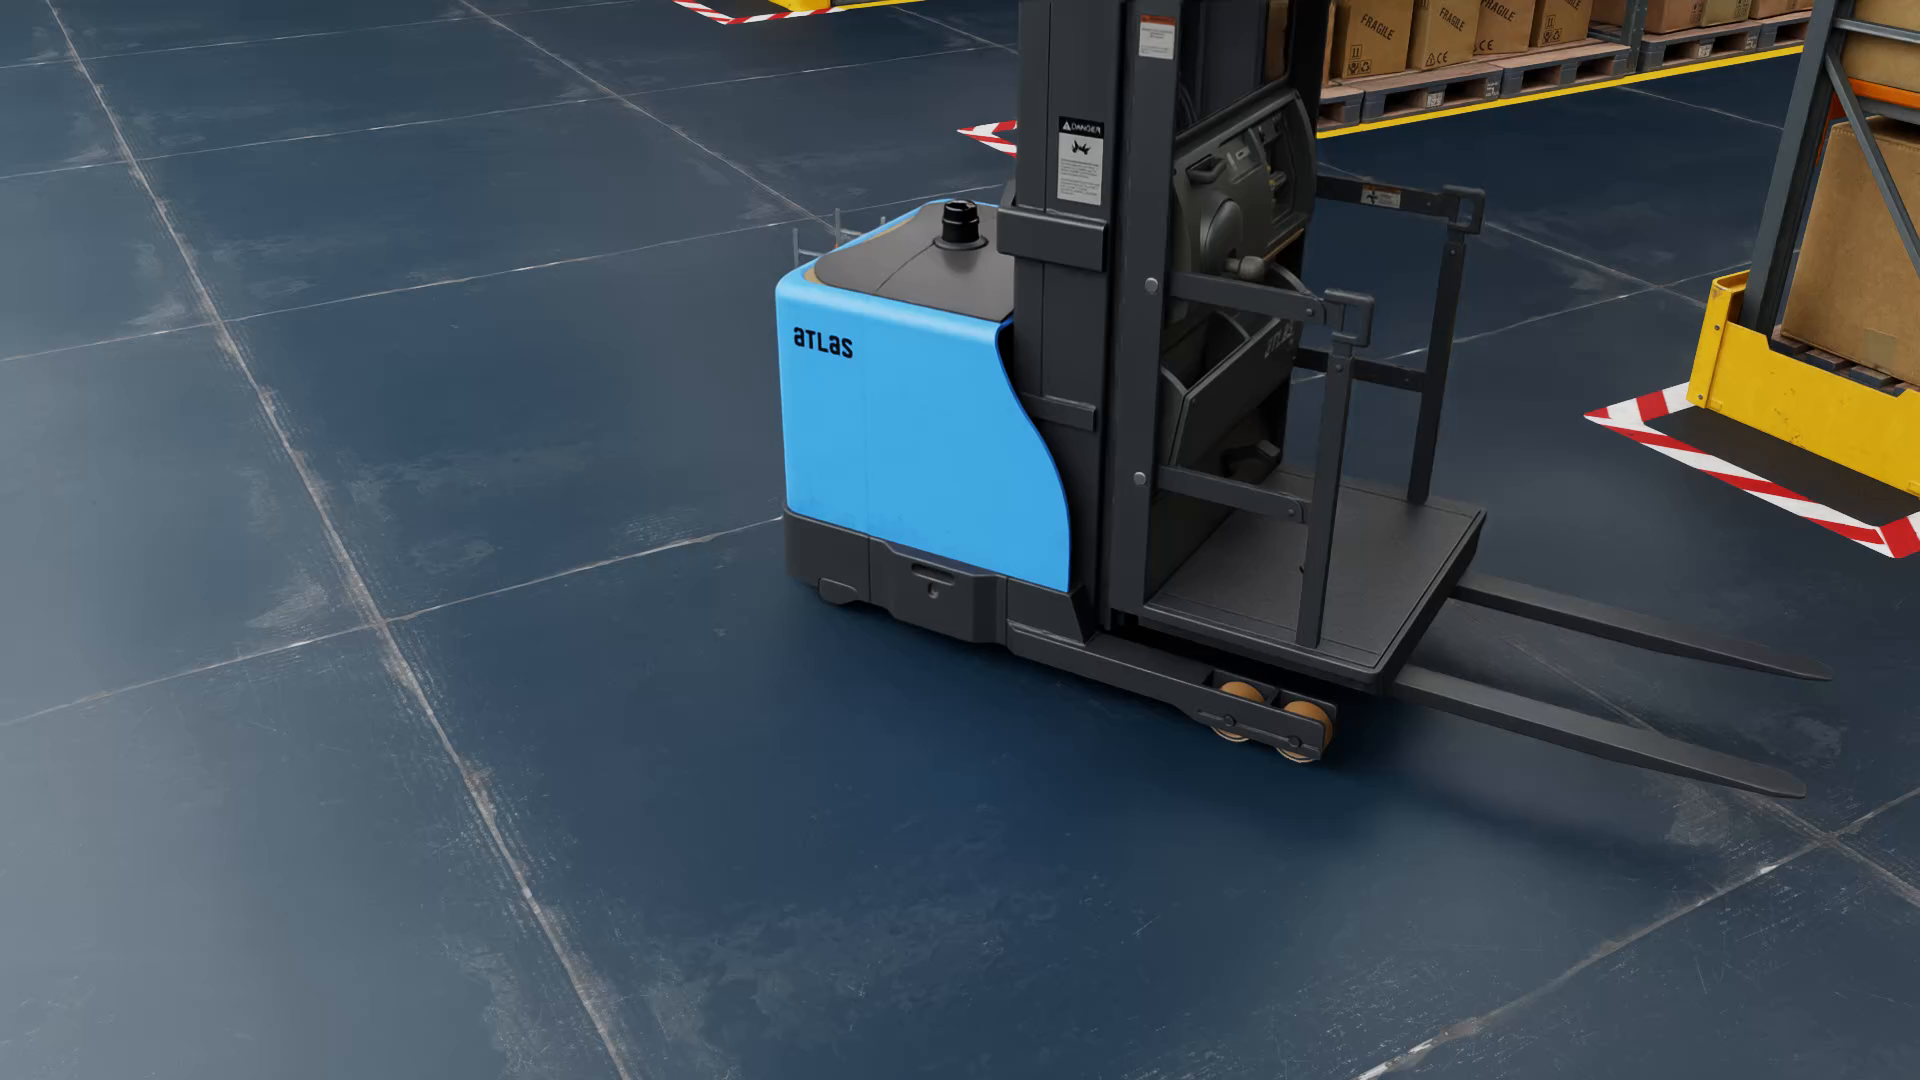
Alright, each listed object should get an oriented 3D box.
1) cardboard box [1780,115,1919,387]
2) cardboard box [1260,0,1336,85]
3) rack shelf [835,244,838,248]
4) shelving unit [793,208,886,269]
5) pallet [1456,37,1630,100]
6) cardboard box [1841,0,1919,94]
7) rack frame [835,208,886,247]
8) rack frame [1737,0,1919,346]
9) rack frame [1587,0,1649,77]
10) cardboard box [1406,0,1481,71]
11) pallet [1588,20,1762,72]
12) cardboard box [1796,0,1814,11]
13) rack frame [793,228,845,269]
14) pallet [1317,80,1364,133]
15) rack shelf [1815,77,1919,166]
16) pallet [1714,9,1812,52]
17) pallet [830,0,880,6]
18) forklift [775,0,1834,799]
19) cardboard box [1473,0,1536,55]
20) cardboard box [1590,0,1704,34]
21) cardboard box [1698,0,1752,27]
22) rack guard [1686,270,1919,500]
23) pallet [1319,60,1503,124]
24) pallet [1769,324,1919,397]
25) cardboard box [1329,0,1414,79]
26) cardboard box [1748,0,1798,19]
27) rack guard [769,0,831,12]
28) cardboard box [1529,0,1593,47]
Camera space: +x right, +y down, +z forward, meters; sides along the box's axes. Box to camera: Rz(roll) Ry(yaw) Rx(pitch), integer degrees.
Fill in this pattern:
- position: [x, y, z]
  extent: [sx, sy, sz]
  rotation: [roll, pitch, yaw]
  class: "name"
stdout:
- position: [3.958, -1.147, 6.489]
  extent: [0.875, 0.875, 0.875]
  rotation: [-16, 33, -26]
  class: "cardboard box"
- position: [2.026, -3.187, 10.573]
  extent: [0.500, 0.500, 0.500]
  rotation: [-8, 30, -13]
  class: "cardboard box"
- position: [-0.394, -0.821, 5.585]
  extent: [0.215, 0.259, 0.240]
  rotation: [16, 33, 26]
  class: "rack shelf"
- position: [-0.394, -0.582, 5.717]
  extent: [0.215, 1.050, 0.252]
  rotation: [16, 33, 26]
  class: "shelving unit"
- position: [3.869, -3.370, 11.639]
  extent: [1.213, 0.211, 1.003]
  rotation: [-16, 33, -26]
  class: "pallet"
- position: [3.704, -1.876, 5.889]
  extent: [0.550, 0.550, 0.875]
  rotation: [-16, 33, -26]
  class: "cardboard box"
- position: [-0.332, -0.632, 5.809]
  extent: [0.200, 1.050, 0.008]
  rotation: [16, 33, 26]
  class: "rack frame"
- position: [3.407, -1.700, 5.726]
  extent: [0.127, 3.000, 1.000]
  rotation: [-16, 33, -26]
  class: "rack frame"
- position: [4.430, -4.770, 11.289]
  extent: [0.127, 3.000, 1.000]
  rotation: [-16, 33, -26]
  class: "rack frame"
- position: [3.080, -3.450, 11.050]
  extent: [0.500, 0.500, 0.500]
  rotation: [-19, 34, -31]
  class: "cardboard box"
- position: [5.101, -3.741, 12.310]
  extent: [1.213, 0.211, 1.003]
  rotation: [-16, 33, -26]
  class: "pallet"
- position: [6.354, -4.393, 12.737]
  extent: [0.500, 0.500, 0.700]
  rotation: [-13, 31, -22]
  class: "cardboard box"
- position: [-0.456, -0.531, 5.625]
  extent: [0.200, 1.050, 0.008]
  rotation: [16, 33, 26]
  class: "rack frame"
- position: [1.765, -2.773, 10.556]
  extent: [1.213, 0.211, 1.003]
  rotation: [-16, 33, -26]
  class: "pallet"
- position: [5.132, -1.875, 6.787]
  extent: [4.000, 0.370, 1.077]
  rotation: [-16, 33, -26]
  class: "rack shelf"
- position: [6.154, -4.041, 12.854]
  extent: [1.213, 0.211, 1.003]
  rotation: [-16, 33, -26]
  class: "pallet"
- position: [-0.783, -4.868, 14.353]
  extent: [1.213, 0.211, 1.003]
  rotation: [-16, 33, -26]
  class: "pallet"
- position: [0.963, -0.958, 4.453]
  extent: [3.031, 2.935, 1.130]
  rotation: [16, 33, 26]
  class: "forklift"
- position: [3.575, -3.635, 11.385]
  extent: [0.500, 0.500, 0.500]
  rotation: [-6, 29, -11]
  class: "cardboard box"
- position: [4.971, -4.010, 12.043]
  extent: [0.500, 0.500, 0.700]
  rotation: [-19, 34, -30]
  class: "cardboard box"
- position: [5.391, -4.119, 12.241]
  extent: [0.500, 0.500, 0.700]
  rotation: [-16, 33, -27]
  class: "cardboard box"
- position: [3.387, -0.600, 6.320]
  extent: [0.348, 0.500, 1.175]
  rotation: [-16, 33, -26]
  class: "rack guard"
- position: [2.816, -3.070, 11.094]
  extent: [1.213, 0.211, 1.003]
  rotation: [-16, 33, -26]
  class: "pallet"
- position: [4.057, -0.708, 6.814]
  extent: [1.213, 0.211, 1.003]
  rotation: [-16, 33, -26]
  class: "pallet"
- position: [2.576, -3.332, 10.836]
  extent: [0.500, 0.500, 0.500]
  rotation: [-13, 31, -22]
  class: "cardboard box"
- position: [5.873, -4.256, 12.489]
  extent: [0.500, 0.500, 0.700]
  rotation: [-19, 34, -30]
  class: "cardboard box"
- position: [-1.486, -4.798, 13.927]
  extent: [0.348, 0.500, 1.175]
  rotation: [-16, 33, -26]
  class: "rack guard"
- position: [4.065, -3.779, 11.645]
  extent: [0.500, 0.500, 0.500]
  rotation: [-17, 33, -28]
  class: "cardboard box"
